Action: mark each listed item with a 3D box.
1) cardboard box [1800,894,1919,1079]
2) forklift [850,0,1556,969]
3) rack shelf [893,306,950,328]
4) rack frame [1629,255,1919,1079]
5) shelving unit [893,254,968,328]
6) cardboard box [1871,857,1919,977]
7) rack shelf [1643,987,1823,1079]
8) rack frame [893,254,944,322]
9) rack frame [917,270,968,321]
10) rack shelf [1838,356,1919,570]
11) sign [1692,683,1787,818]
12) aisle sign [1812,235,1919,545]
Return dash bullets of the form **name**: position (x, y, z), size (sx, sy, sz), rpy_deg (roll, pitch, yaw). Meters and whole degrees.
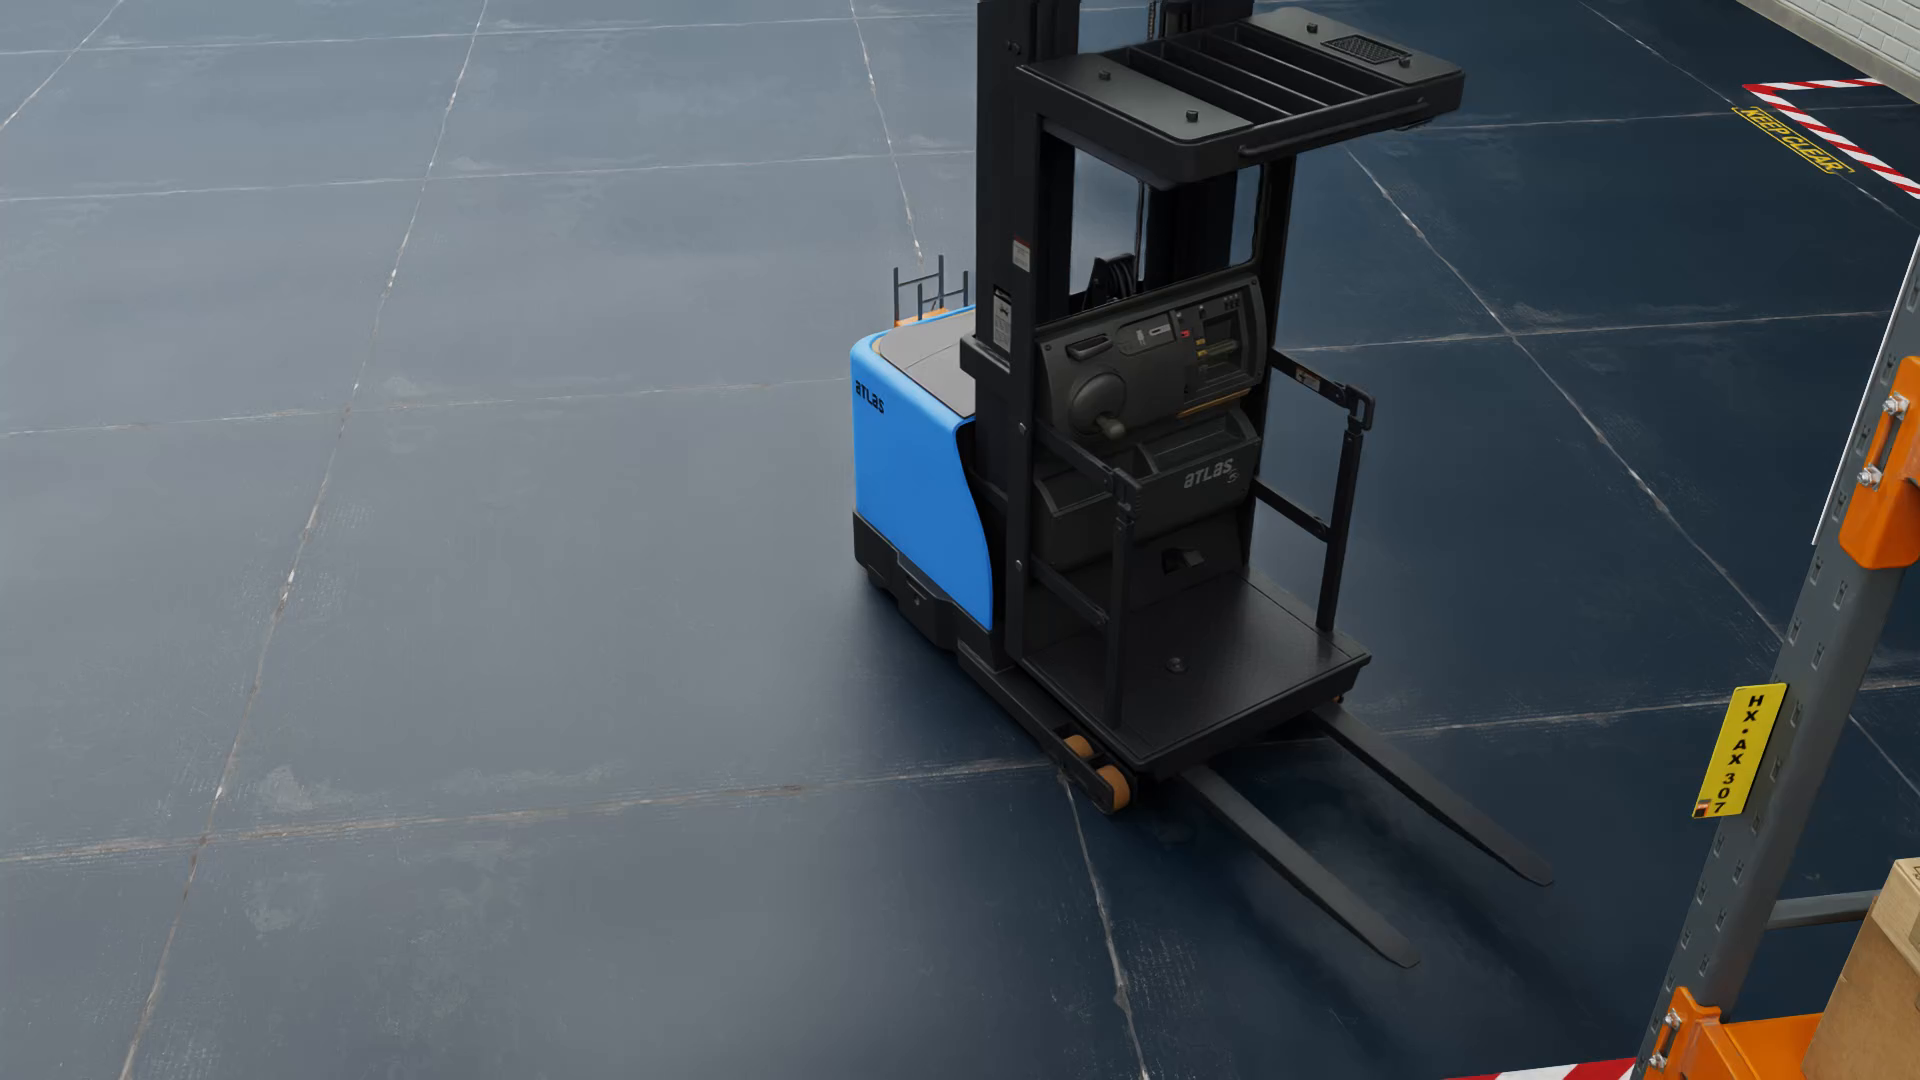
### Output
- **cardboard box**: position (2.078, 0.975, 3.067), size (0.700, 0.500, 0.500), rpy_deg (-4, 35, -6)
- **forklift**: position (0.784, -0.560, 5.469), size (1.130, 2.935, 3.031), rpy_deg (-20, 39, -27)
- **rack shelf**: position (-0.119, -0.860, 6.886), size (0.258, 0.103, 0.180), rpy_deg (-20, 39, -27)
- **rack frame**: position (2.031, 0.755, 3.479), size (0.949, 2.616, 0.053), rpy_deg (-4, 35, -6)
- **shelving unit**: position (-0.119, -0.599, 7.063), size (0.258, 1.200, 0.189), rpy_deg (-20, 39, -27)
- **cardboard box**: position (1.867, 0.681, 2.922), size (0.380, 0.149, 0.250), rpy_deg (-5, 35, -7)
- **rack shelf**: position (2.297, 2.168, 2.043), size (1.077, 0.370, 4.000), rpy_deg (-4, 35, -6)
- **rack frame**: position (-0.170, -0.642, 7.126), size (0.240, 1.200, 0.006), rpy_deg (-20, 39, -27)
- **rack frame**: position (-0.069, -0.556, 7.000), size (0.240, 1.200, 0.006), rpy_deg (-20, 39, -27)
- **rack shelf**: position (2.297, 0.929, 1.199), size (1.077, 0.370, 4.000), rpy_deg (-4, 35, -6)
- **sign**: position (1.477, 0.403, 3.156), size (0.100, 0.325, 0.005), rpy_deg (-4, 35, -6)
- **aisle sign**: position (1.715, -0.333, 2.766), size (0.394, 0.787, 0.004), rpy_deg (-4, 35, -6)
